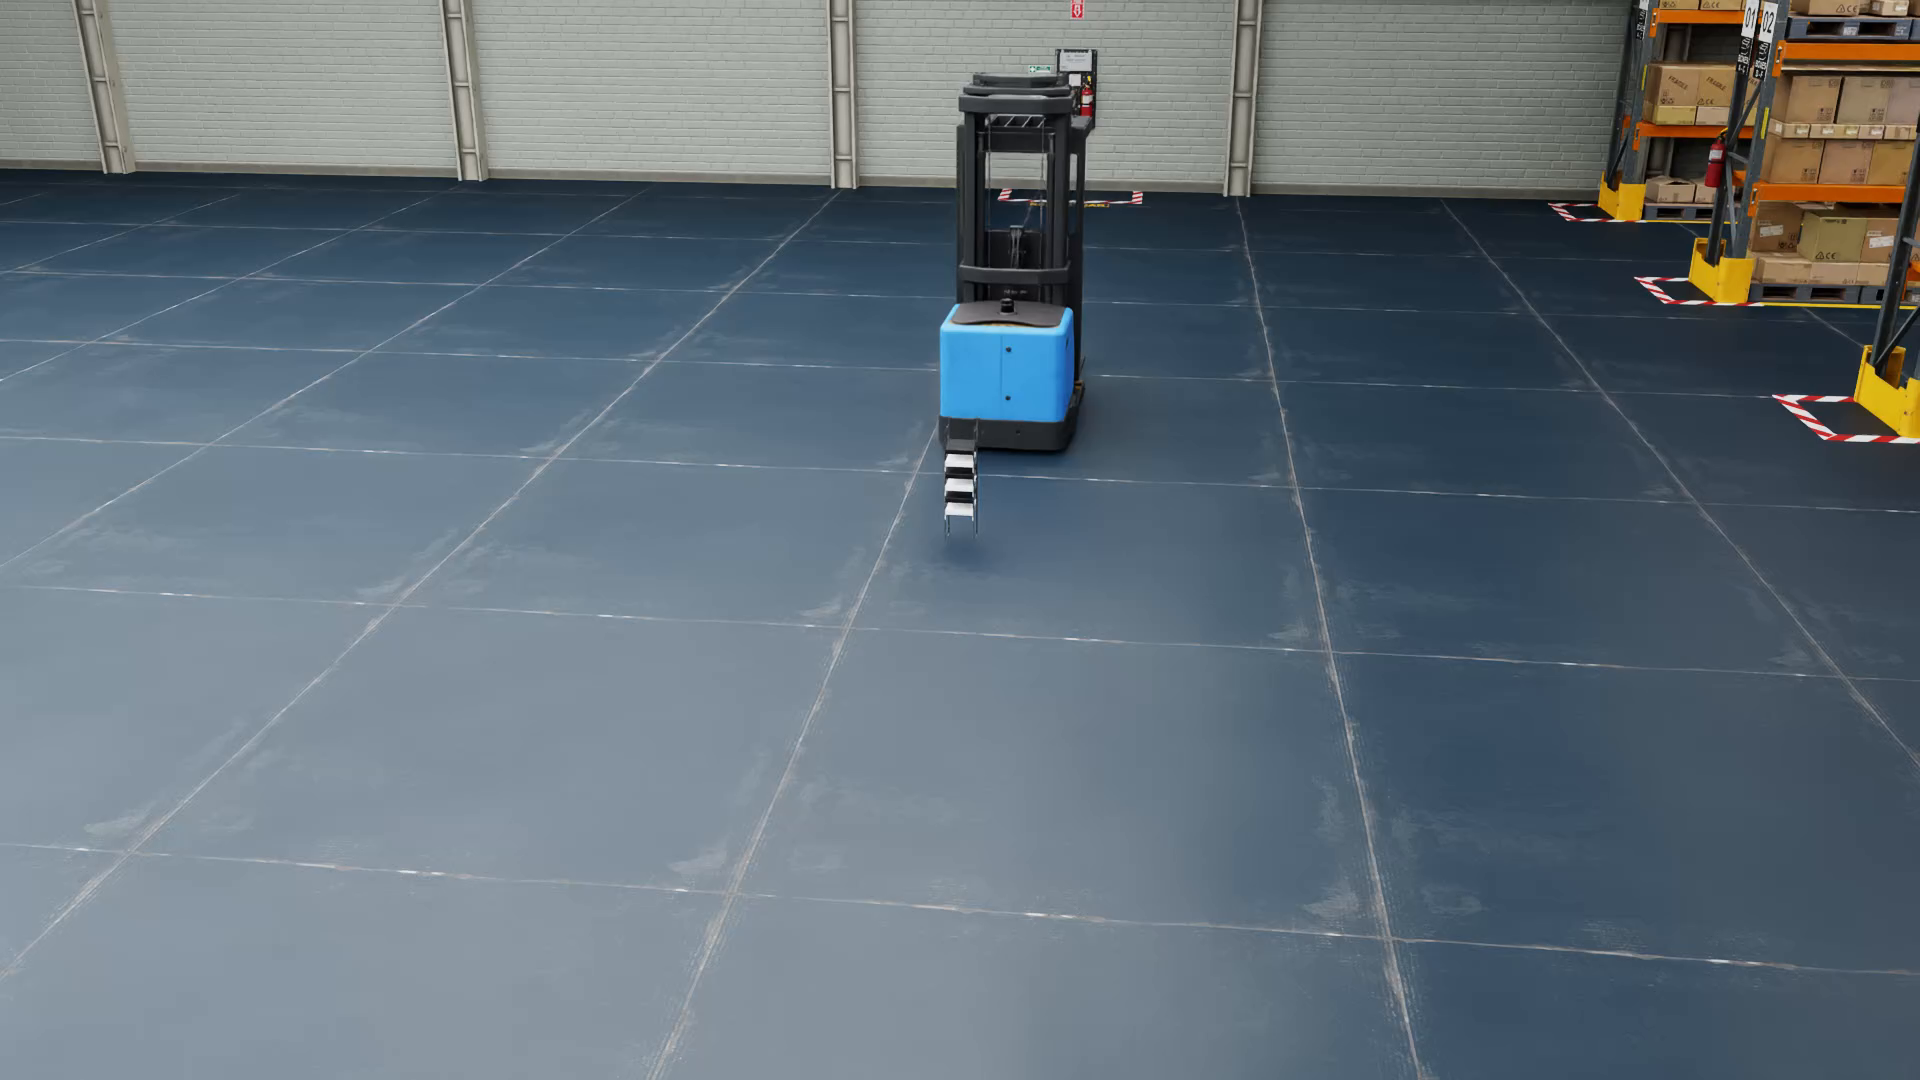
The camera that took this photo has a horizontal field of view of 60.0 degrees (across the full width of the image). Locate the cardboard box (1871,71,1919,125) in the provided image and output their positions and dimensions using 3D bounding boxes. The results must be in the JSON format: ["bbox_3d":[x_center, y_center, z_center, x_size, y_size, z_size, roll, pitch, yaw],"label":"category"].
[{"bbox_3d":[10.301,-4.845,18.214,0.500,0.500,0.700,3,22,7],"label":"cardboard box"}]

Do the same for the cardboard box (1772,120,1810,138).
[{"bbox_3d":[9.127,-4.517,18.267,0.250,0.149,0.380,2,22,6],"label":"cardboard box"}]

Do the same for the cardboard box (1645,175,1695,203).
[{"bbox_3d":[10.019,-4.965,23.476,0.500,0.311,0.500,0,22,0],"label":"cardboard box"}]

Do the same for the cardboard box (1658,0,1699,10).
[{"bbox_3d":[9.645,-7.418,22.380,0.500,0.500,0.500,3,22,8],"label":"cardboard box"}]

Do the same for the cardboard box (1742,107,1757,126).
[{"bbox_3d":[10.812,-5.834,22.794,0.500,0.250,0.500,2,22,5],"label":"cardboard box"}]

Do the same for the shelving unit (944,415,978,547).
[{"bbox_3d":[0.008,-0.418,11.773,0.210,0.900,0.258,2,22,6],"label":"shelving unit"}]

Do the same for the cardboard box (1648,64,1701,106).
[{"bbox_3d":[9.781,-6.231,22.778,0.500,0.500,0.500,3,22,6],"label":"cardboard box"}]

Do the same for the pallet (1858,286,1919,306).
[{"bbox_3d":[10.736,-2.896,18.978,1.213,0.211,1.003,2,22,6],"label":"pallet"}]

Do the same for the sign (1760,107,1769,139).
[{"bbox_3d":[8.692,-4.501,17.961,0.005,0.325,0.100,2,22,6],"label":"sign"}]

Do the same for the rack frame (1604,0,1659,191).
[{"bbox_3d":[9.342,-6.073,23.221,0.127,3.000,1.000,2,22,6],"label":"rack frame"}]

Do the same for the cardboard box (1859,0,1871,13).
[{"bbox_3d":[9.938,-5.896,18.137,0.500,0.250,0.500,2,22,6],"label":"cardboard box"}]

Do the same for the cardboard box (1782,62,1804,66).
[{"bbox_3d":[11.348,-6.351,23.080,0.500,0.500,0.500,3,22,7],"label":"cardboard box"}]

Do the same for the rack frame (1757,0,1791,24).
[{"bbox_3d":[8.763,-7.054,17.543,0.127,3.000,1.000,2,22,6],"label":"rack frame"}]

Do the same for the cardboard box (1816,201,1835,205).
[{"bbox_3d":[12.279,-4.973,23.239,0.500,0.500,0.500,1,22,2],"label":"cardboard box"}]

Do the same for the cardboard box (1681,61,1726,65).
[{"bbox_3d":[10.334,-6.393,23.188,0.500,0.500,0.500,3,22,7],"label":"cardboard box"}]

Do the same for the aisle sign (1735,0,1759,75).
[{"bbox_3d":[8.732,-5.583,18.447,0.004,0.787,0.394,2,22,6],"label":"aisle sign"}]

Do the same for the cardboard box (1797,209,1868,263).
[{"bbox_3d":[9.766,-3.404,18.620,0.500,0.500,0.500,2,22,6],"label":"cardboard box"}]

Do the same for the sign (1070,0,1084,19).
[{"bbox_3d":[1.735,-7.854,24.573,0.199,0.298,0.001,2,22,6],"label":"sign"}]

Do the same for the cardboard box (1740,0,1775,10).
[{"bbox_3d":[10.690,-7.361,22.236,0.500,0.500,0.500,4,22,9],"label":"cardboard box"}]

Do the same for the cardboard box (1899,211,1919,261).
[{"bbox_3d":[10.759,-3.359,18.506,0.500,0.500,0.500,2,22,6],"label":"cardboard box"}]

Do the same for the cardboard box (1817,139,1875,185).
[{"bbox_3d":[9.747,-4.265,18.512,0.500,0.500,0.700,3,22,8],"label":"cardboard box"}]

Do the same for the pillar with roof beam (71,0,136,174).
[{"bbox_3d":[-14.201,-8.615,21.492,0.400,9.000,9.100,2,22,6],"label":"pillar with roof beam"}]

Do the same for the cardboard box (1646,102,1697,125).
[{"bbox_3d":[9.790,-5.876,22.899,0.500,0.250,0.500,2,22,5],"label":"cardboard box"}]

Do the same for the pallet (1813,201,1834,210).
[{"bbox_3d":[12.644,-4.619,23.337,1.213,0.211,1.003,2,22,6],"label":"pallet"}]

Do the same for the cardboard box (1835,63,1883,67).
[{"bbox_3d":[12.359,-6.309,22.974,0.500,0.500,0.500,2,22,6],"label":"cardboard box"}]

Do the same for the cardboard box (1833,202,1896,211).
[{"bbox_3d":[10.325,-3.577,19.057,0.500,0.500,0.500,2,22,6],"label":"cardboard box"}]

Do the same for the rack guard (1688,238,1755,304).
[{"bbox_3d":[8.739,-3.103,19.109,0.348,0.500,1.175,2,22,6],"label":"rack guard"}]

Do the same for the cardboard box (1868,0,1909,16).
[{"bbox_3d":[9.911,-5.688,17.747,0.250,0.149,0.380,2,22,6],"label":"cardboard box"}]

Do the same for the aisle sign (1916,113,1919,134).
[{"bbox_3d":[8.140,-3.777,13.877,0.004,0.787,0.394,2,22,6],"label":"aisle sign"}]

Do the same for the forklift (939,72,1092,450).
[{"bbox_3d":[0.549,-2.602,14.534,1.130,2.935,3.031,3,22,8],"label":"forklift"}]

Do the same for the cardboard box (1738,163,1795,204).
[{"bbox_3d":[11.308,-4.978,23.252,0.500,0.500,0.700,1,22,3],"label":"cardboard box"}]

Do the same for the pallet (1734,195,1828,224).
[{"bbox_3d":[11.429,-4.671,23.468,1.213,0.211,1.003,2,22,6],"label":"pallet"}]

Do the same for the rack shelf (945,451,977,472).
[{"bbox_3d":[0.008,-0.555,11.720,0.200,0.077,0.258,2,22,6],"label":"rack shelf"}]

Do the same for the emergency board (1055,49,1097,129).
[{"bbox_3d":[1.731,-6.739,24.906,0.643,1.169,0.194,2,22,6],"label":"emergency board"}]

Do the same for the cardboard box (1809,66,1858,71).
[{"bbox_3d":[11.814,-6.141,22.550,0.500,0.500,0.500,2,22,5],"label":"cardboard box"}]

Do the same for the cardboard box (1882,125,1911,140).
[{"bbox_3d":[10.153,-4.473,18.155,0.250,0.149,0.380,2,22,4],"label":"cardboard box"}]

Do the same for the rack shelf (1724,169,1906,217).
[{"bbox_3d":[10.749,-3.843,18.560,4.000,0.370,1.077,2,22,6],"label":"rack shelf"}]

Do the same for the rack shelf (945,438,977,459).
[{"bbox_3d":[0.008,-0.638,11.686,0.200,0.077,0.258,2,22,6],"label":"rack shelf"}]

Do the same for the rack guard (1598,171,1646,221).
[{"bbox_3d":[9.418,-4.907,23.673,0.348,0.500,1.175,2,22,6],"label":"rack guard"}]

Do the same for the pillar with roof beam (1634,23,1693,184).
[{"bbox_3d":[9.633,-7.577,18.865,0.400,9.000,9.100,2,22,6],"label":"pillar with roof beam"}]

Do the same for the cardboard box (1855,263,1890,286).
[{"bbox_3d":[10.263,-3.034,18.704,0.500,0.250,0.500,2,22,6],"label":"cardboard box"}]

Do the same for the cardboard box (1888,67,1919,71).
[{"bbox_3d":[12.809,-6.096,22.436,0.500,0.500,0.500,2,22,6],"label":"cardboard box"}]

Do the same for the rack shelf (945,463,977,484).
[{"bbox_3d":[0.008,-0.471,11.753,0.200,0.077,0.258,2,22,6],"label":"rack shelf"}]

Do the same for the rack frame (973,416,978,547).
[{"bbox_3d":[0.109,-0.414,11.762,0.006,0.900,0.240,2,22,6],"label":"rack frame"}]

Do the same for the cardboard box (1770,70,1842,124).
[{"bbox_3d":[9.278,-4.887,18.321,0.500,0.500,0.700,3,22,6],"label":"cardboard box"}]

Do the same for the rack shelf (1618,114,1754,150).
[{"bbox_3d":[11.329,-5.652,23.135,4.000,0.370,1.077,2,22,6],"label":"rack shelf"}]

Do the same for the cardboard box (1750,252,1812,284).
[{"bbox_3d":[9.270,-3.077,18.811,0.500,0.250,0.500,2,22,6],"label":"cardboard box"}]

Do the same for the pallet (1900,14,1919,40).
[{"bbox_3d":[10.677,-5.526,17.879,1.213,0.211,1.003,2,22,6],"label":"pallet"}]

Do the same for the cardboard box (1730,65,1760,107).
[{"bbox_3d":[10.783,-6.181,22.652,0.500,0.500,0.500,2,22,5],"label":"cardboard box"}]

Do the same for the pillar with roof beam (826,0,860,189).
[{"bbox_3d":[-2.284,-8.096,20.178,0.400,9.000,9.100,2,22,6],"label":"pillar with roof beam"}]

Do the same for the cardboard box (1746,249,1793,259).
[{"bbox_3d":[9.330,-3.266,19.289,0.500,0.250,0.500,2,22,6],"label":"cardboard box"}]

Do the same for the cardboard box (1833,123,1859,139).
[{"bbox_3d":[9.638,-4.495,18.212,0.250,0.149,0.380,3,22,7],"label":"cardboard box"}]

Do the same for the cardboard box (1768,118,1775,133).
[{"bbox_3d":[9.165,-4.666,18.643,0.250,0.149,0.380,2,22,5],"label":"cardboard box"}]
